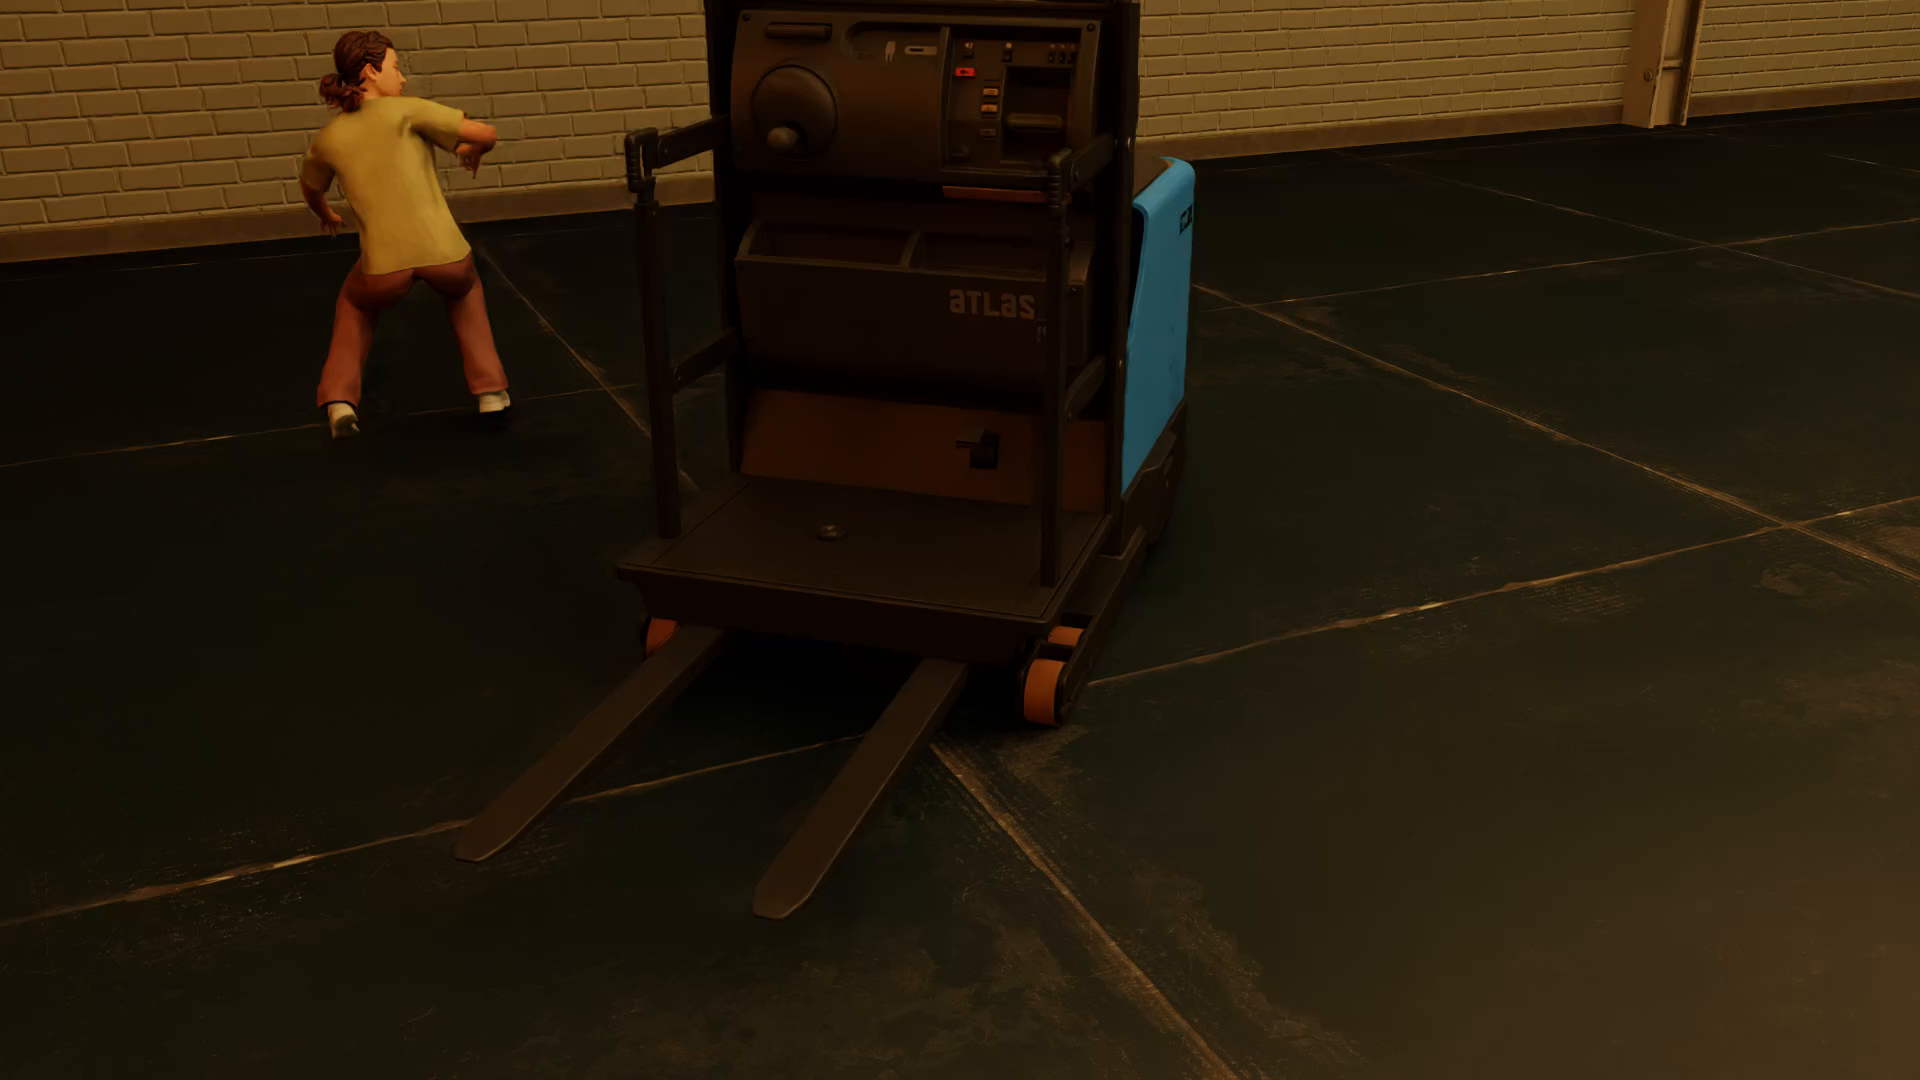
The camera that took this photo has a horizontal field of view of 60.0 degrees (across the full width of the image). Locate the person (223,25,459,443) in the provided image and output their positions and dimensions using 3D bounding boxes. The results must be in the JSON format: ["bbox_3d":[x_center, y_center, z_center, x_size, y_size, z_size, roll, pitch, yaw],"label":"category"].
[{"bbox_3d":[-2.218,-1.060,5.867,0.720,1.442,0.585,-4,23,-9],"label":"person"}]

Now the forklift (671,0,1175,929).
[{"bbox_3d":[-0.047,-1.063,3.845,1.130,2.935,3.031,2,23,4],"label":"forklift"}]
